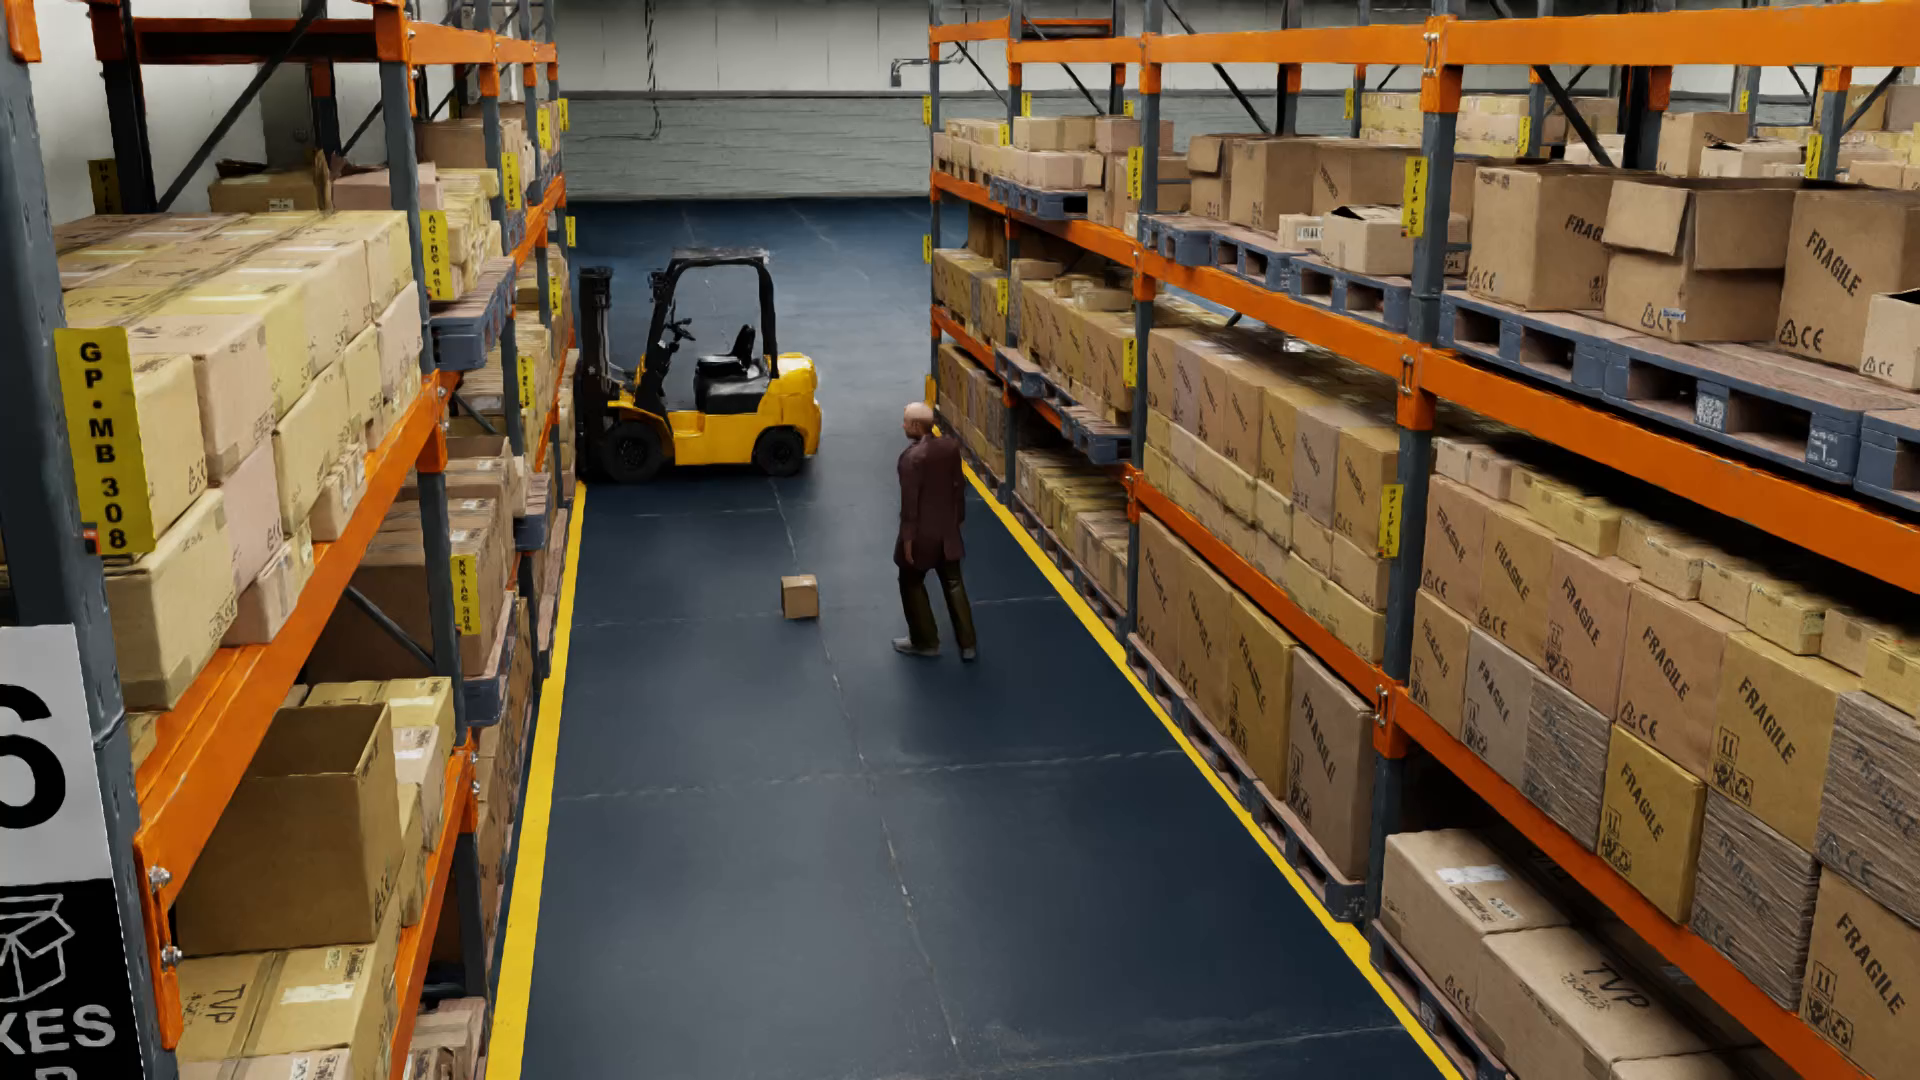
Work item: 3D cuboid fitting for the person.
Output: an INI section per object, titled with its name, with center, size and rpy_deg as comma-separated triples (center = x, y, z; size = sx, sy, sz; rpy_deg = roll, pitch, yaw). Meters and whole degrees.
[person]
center = -0.173, -0.059, 11.268
size = 0.611, 1.769, 0.626
rpy_deg = -15, 22, -42
